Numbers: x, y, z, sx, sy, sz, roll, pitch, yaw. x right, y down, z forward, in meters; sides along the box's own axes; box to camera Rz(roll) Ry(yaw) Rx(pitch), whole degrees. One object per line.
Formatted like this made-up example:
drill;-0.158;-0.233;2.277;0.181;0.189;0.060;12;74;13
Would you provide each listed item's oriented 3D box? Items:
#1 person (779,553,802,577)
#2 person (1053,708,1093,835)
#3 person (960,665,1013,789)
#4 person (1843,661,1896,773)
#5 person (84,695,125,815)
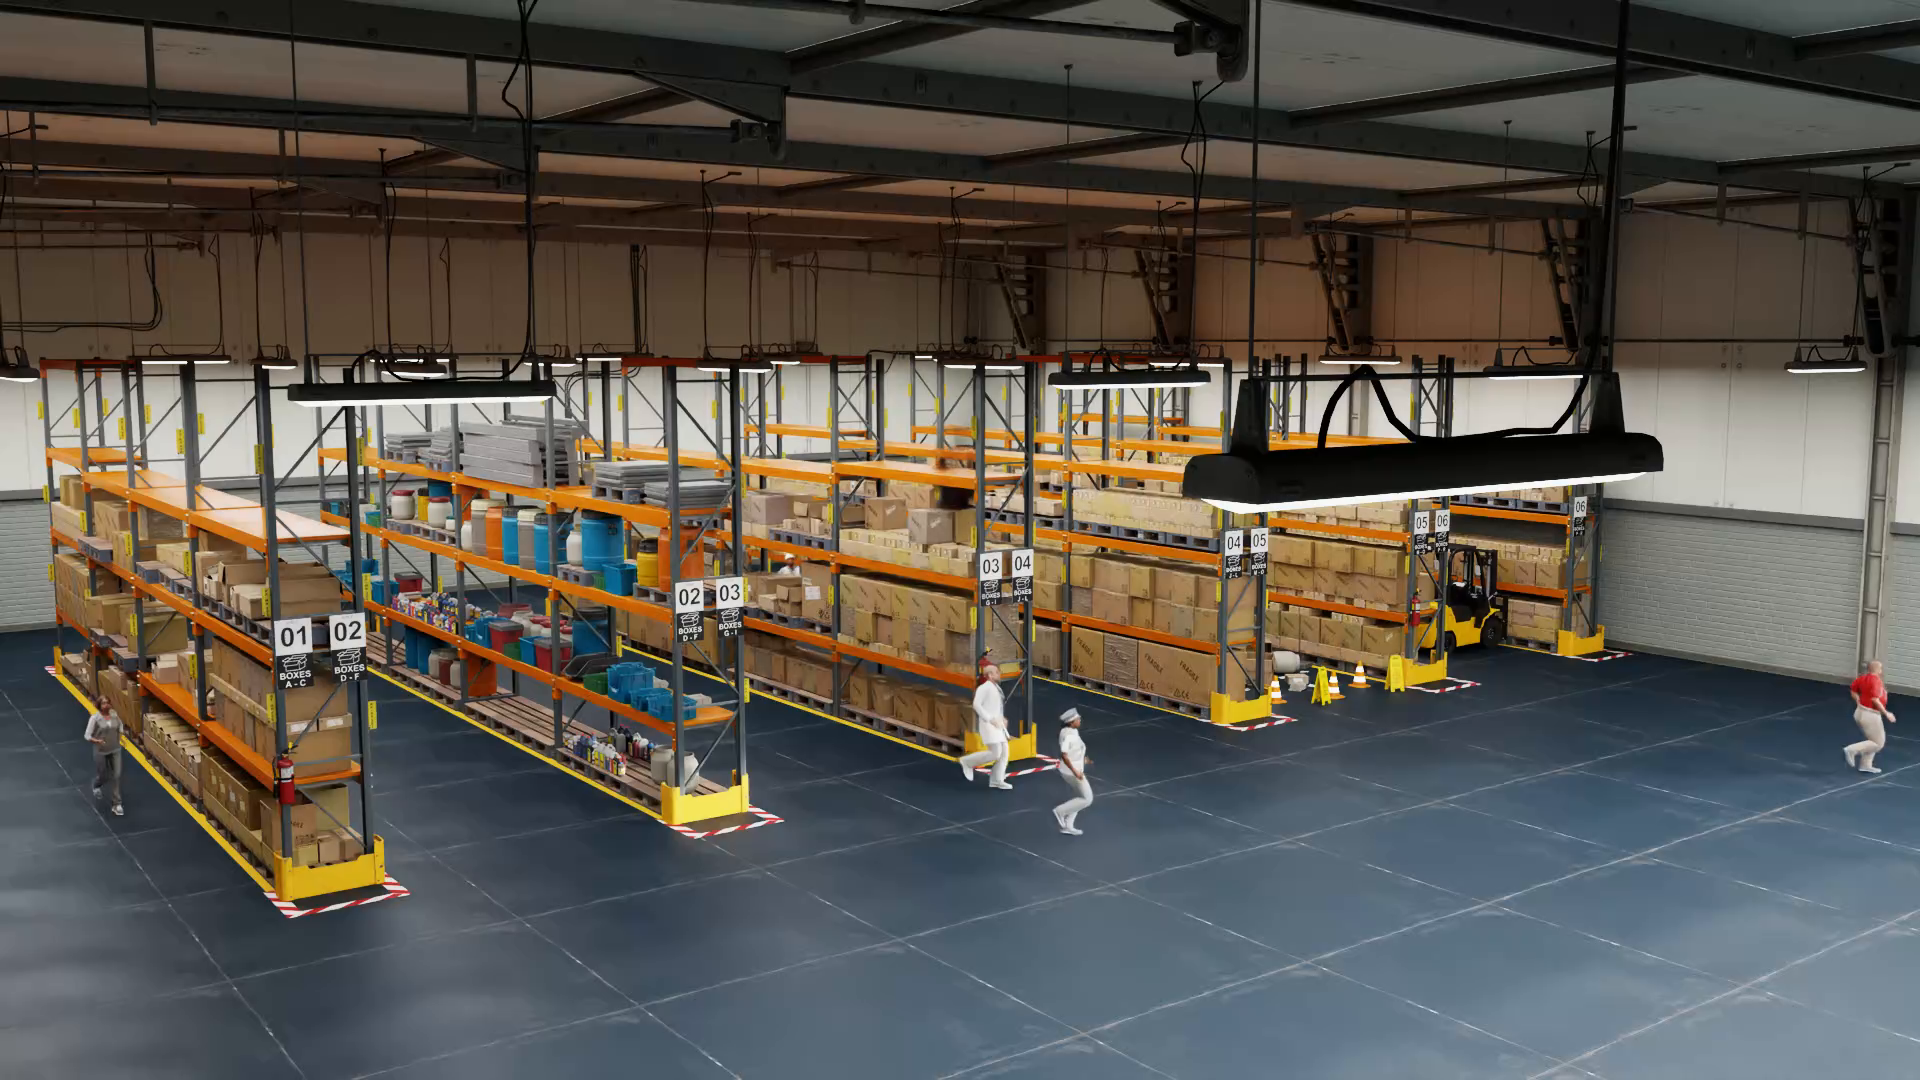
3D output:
person;-3.620;1.142;36.095;0.672;1.731;0.542;-4;8;-30
person;1.449;2.967;21.315;0.555;1.660;0.581;-1;7;-7
person;0.450;2.639;23.710;0.800;1.709;0.765;3;7;21
person;13.226;2.594;24.334;0.652;1.675;0.650;0;7;-1
person;-11.480;2.863;22.372;0.839;1.591;0.538;6;9;43
